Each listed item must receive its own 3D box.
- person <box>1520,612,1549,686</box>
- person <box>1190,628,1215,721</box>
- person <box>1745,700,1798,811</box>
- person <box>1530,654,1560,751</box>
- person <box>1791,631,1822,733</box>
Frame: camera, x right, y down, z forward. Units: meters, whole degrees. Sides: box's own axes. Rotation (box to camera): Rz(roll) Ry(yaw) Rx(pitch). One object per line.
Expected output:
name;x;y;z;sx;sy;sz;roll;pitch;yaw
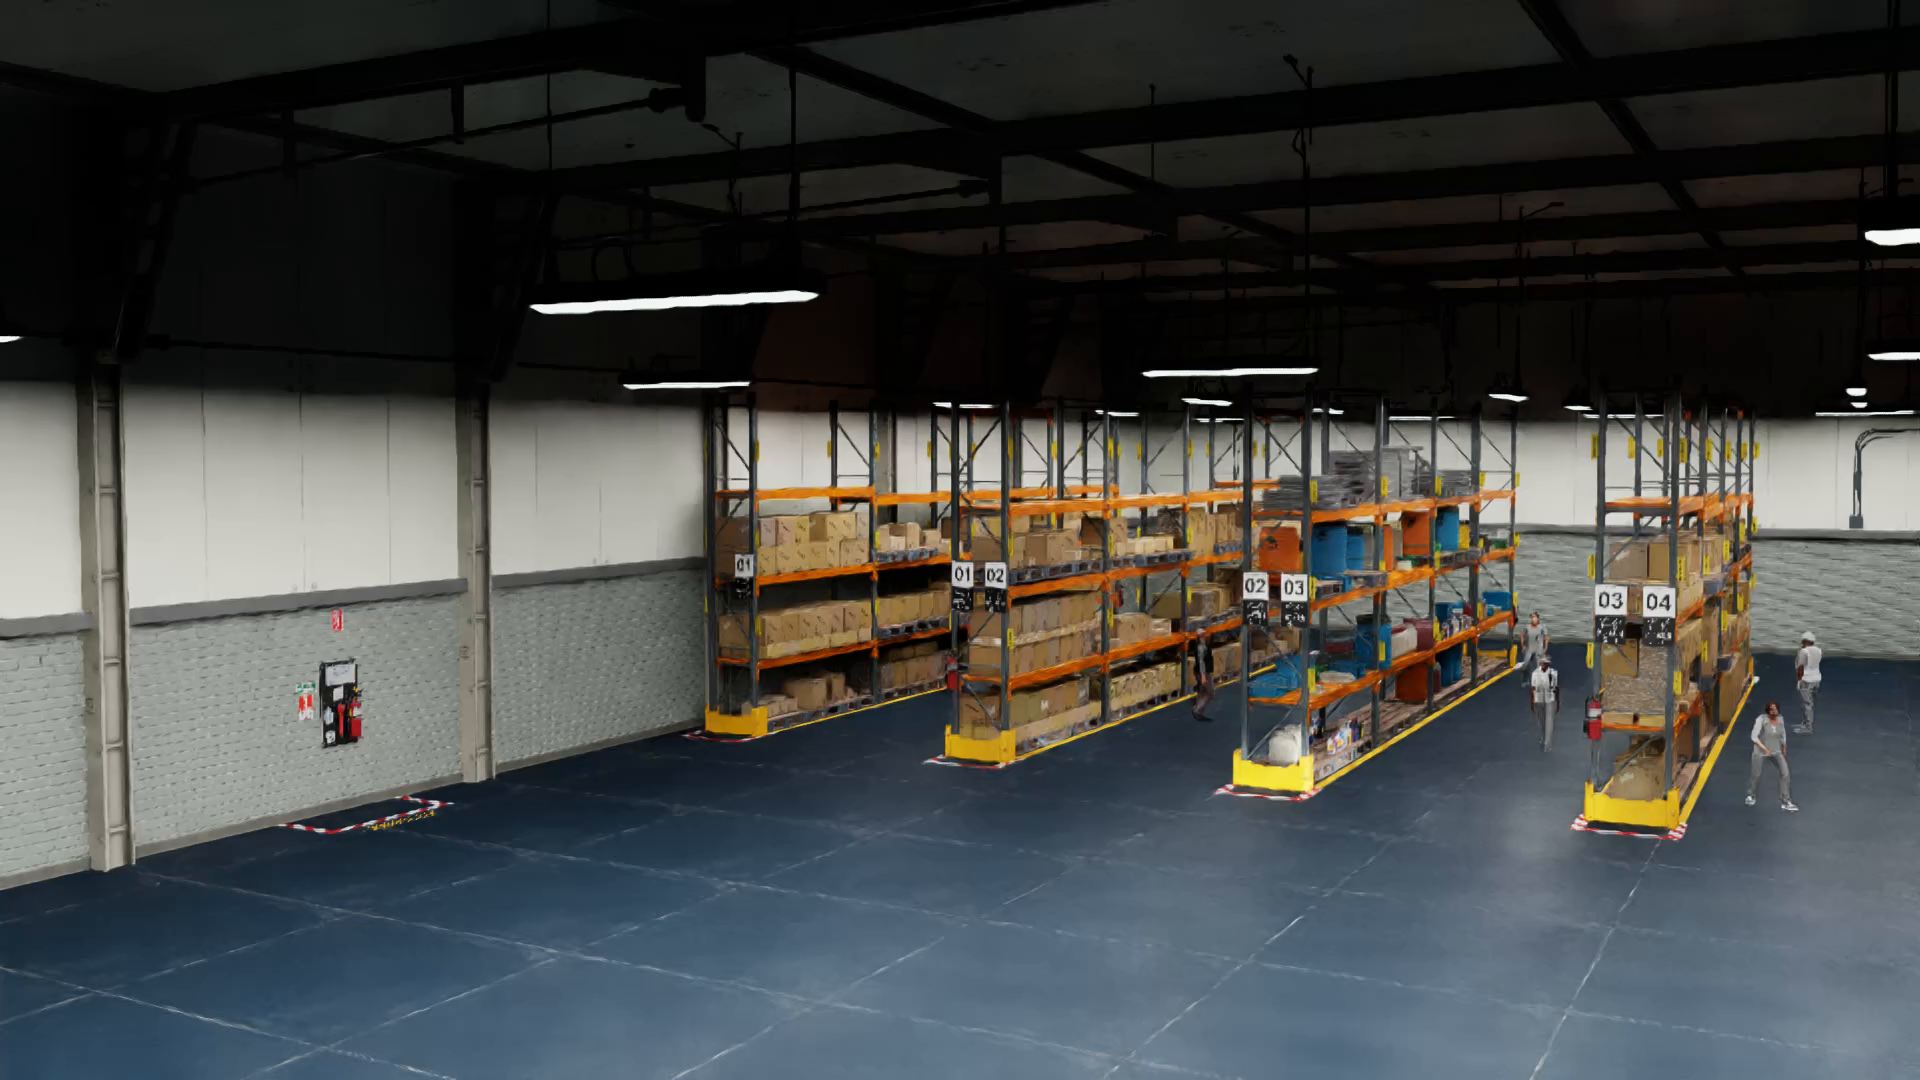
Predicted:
person;12.090;2.309;34.999;0.580;1.618;0.507;2;3;27
person;4.457;2.456;30.653;0.447;1.662;0.574;0;3;2
person;11.298;2.973;23.199;0.574;1.535;0.749;0;3;8
person;9.782;2.679;27.831;0.456;1.575;1.088;2;4;31
person;14.970;2.501;29.483;0.616;1.785;0.494;-2;4;-32
